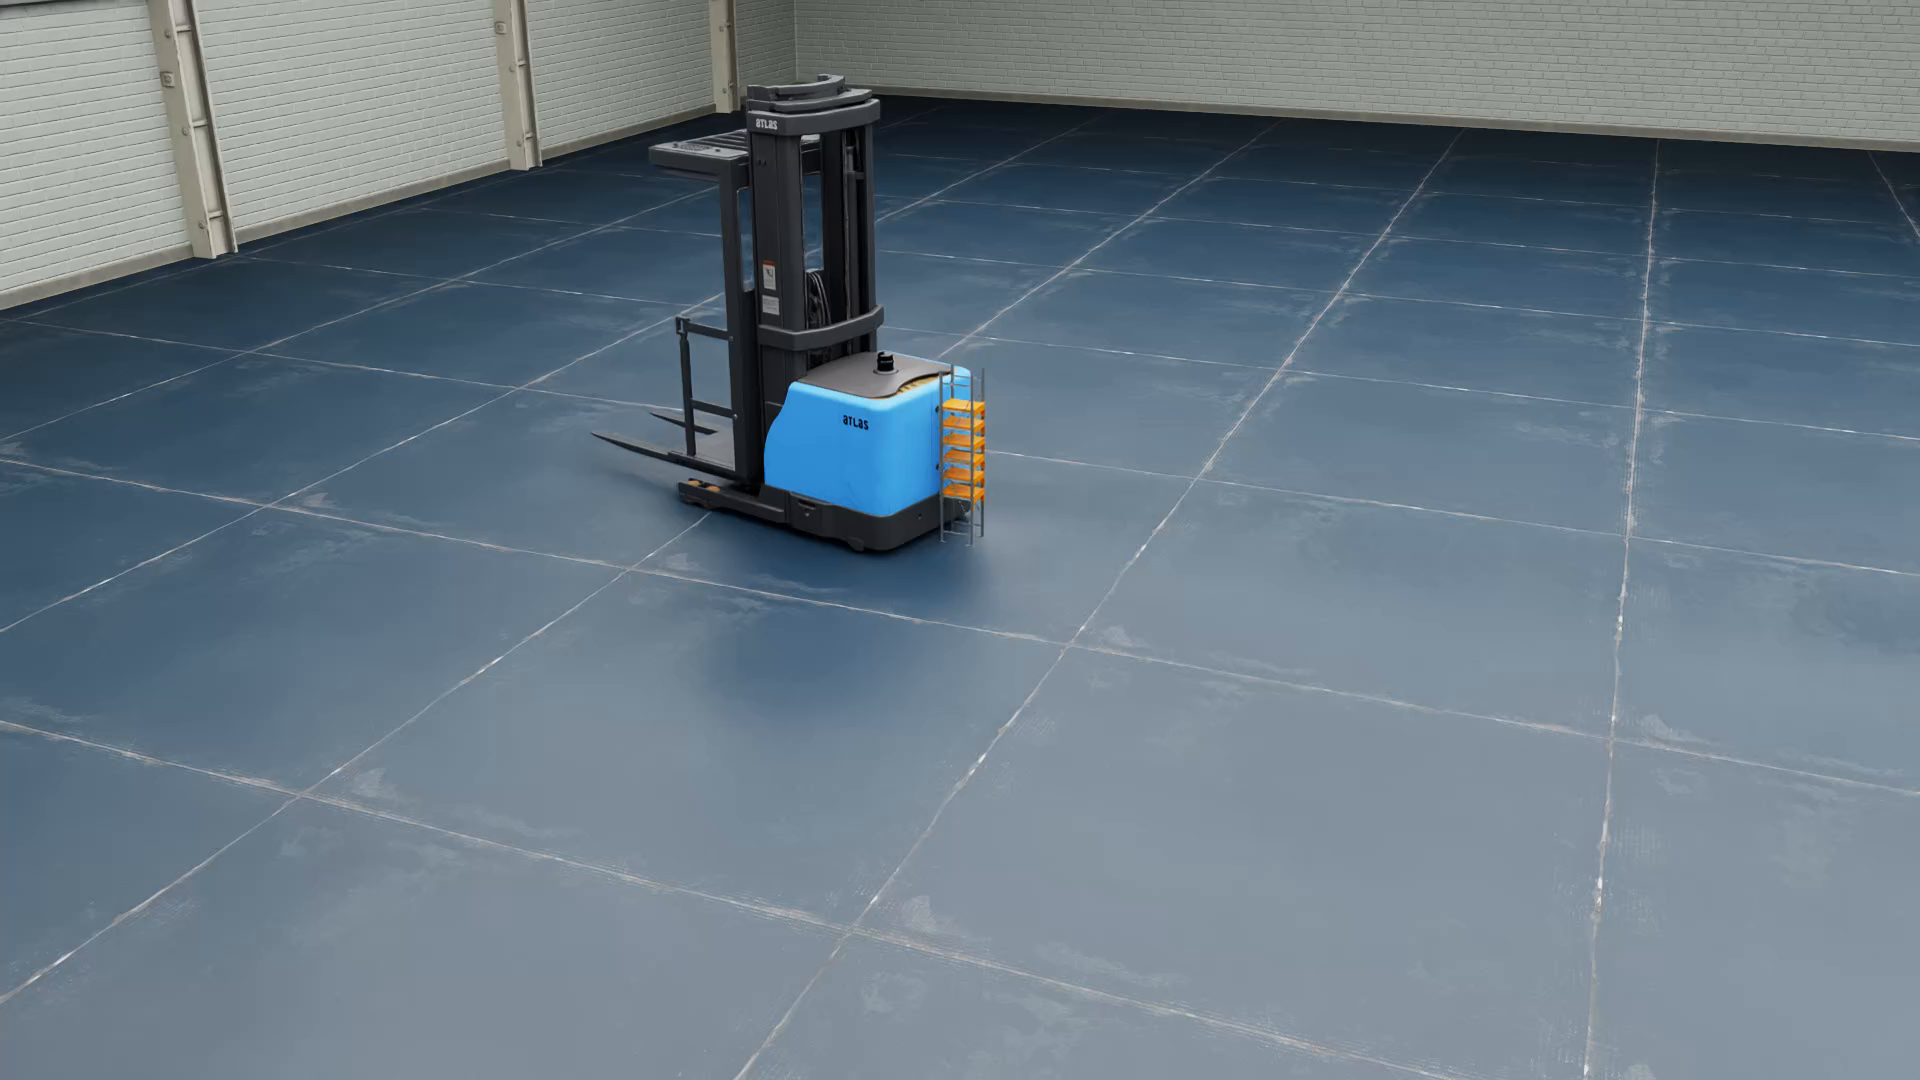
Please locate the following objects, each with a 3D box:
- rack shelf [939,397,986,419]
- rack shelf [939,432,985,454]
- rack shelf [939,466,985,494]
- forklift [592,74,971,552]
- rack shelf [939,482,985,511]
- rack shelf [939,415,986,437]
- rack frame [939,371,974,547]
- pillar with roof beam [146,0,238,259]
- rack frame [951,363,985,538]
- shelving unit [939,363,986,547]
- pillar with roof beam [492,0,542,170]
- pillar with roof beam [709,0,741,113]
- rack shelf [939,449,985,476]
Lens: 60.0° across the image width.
[{"bbox_3d":[0.015,-0.847,10.901,0.258,0.103,0.180,10,25,22],"label":"rack shelf"},{"bbox_3d":[0.015,-0.625,10.994,0.258,0.103,0.180,10,25,22],"label":"rack shelf"},{"bbox_3d":[0.015,-0.404,11.086,0.258,0.103,0.180,10,25,22],"label":"rack shelf"},{"bbox_3d":[-1.388,-1.712,11.547,3.031,2.935,1.130,16,28,34],"label":"forklift"},{"bbox_3d":[0.015,-0.293,11.132,0.258,0.103,0.180,10,25,22],"label":"rack shelf"},{"bbox_3d":[0.015,-0.736,10.947,0.258,0.103,0.180,10,25,22],"label":"rack shelf"},{"bbox_3d":[-0.022,-0.523,10.945,0.240,1.200,0.006,10,25,22],"label":"rack frame"},{"bbox_3d":[-4.569,-6.827,15.918,9.100,9.000,0.400,9,24,20],"label":"pillar with roof beam"},{"bbox_3d":[0.051,-0.588,11.100,0.240,1.200,0.006,10,25,22],"label":"rack frame"},{"bbox_3d":[0.015,-0.555,11.023,0.258,1.200,0.189,10,25,22],"label":"shelving unit"},{"bbox_3d":[-2.340,-8.974,21.058,9.100,9.000,0.400,9,24,20],"label":"pillar with roof beam"},{"bbox_3d":[-0.111,-11.121,26.199,9.100,9.000,0.400,9,24,20],"label":"pillar with roof beam"},{"bbox_3d":[0.015,-0.514,11.040,0.258,0.103,0.180,10,25,22],"label":"rack shelf"}]
